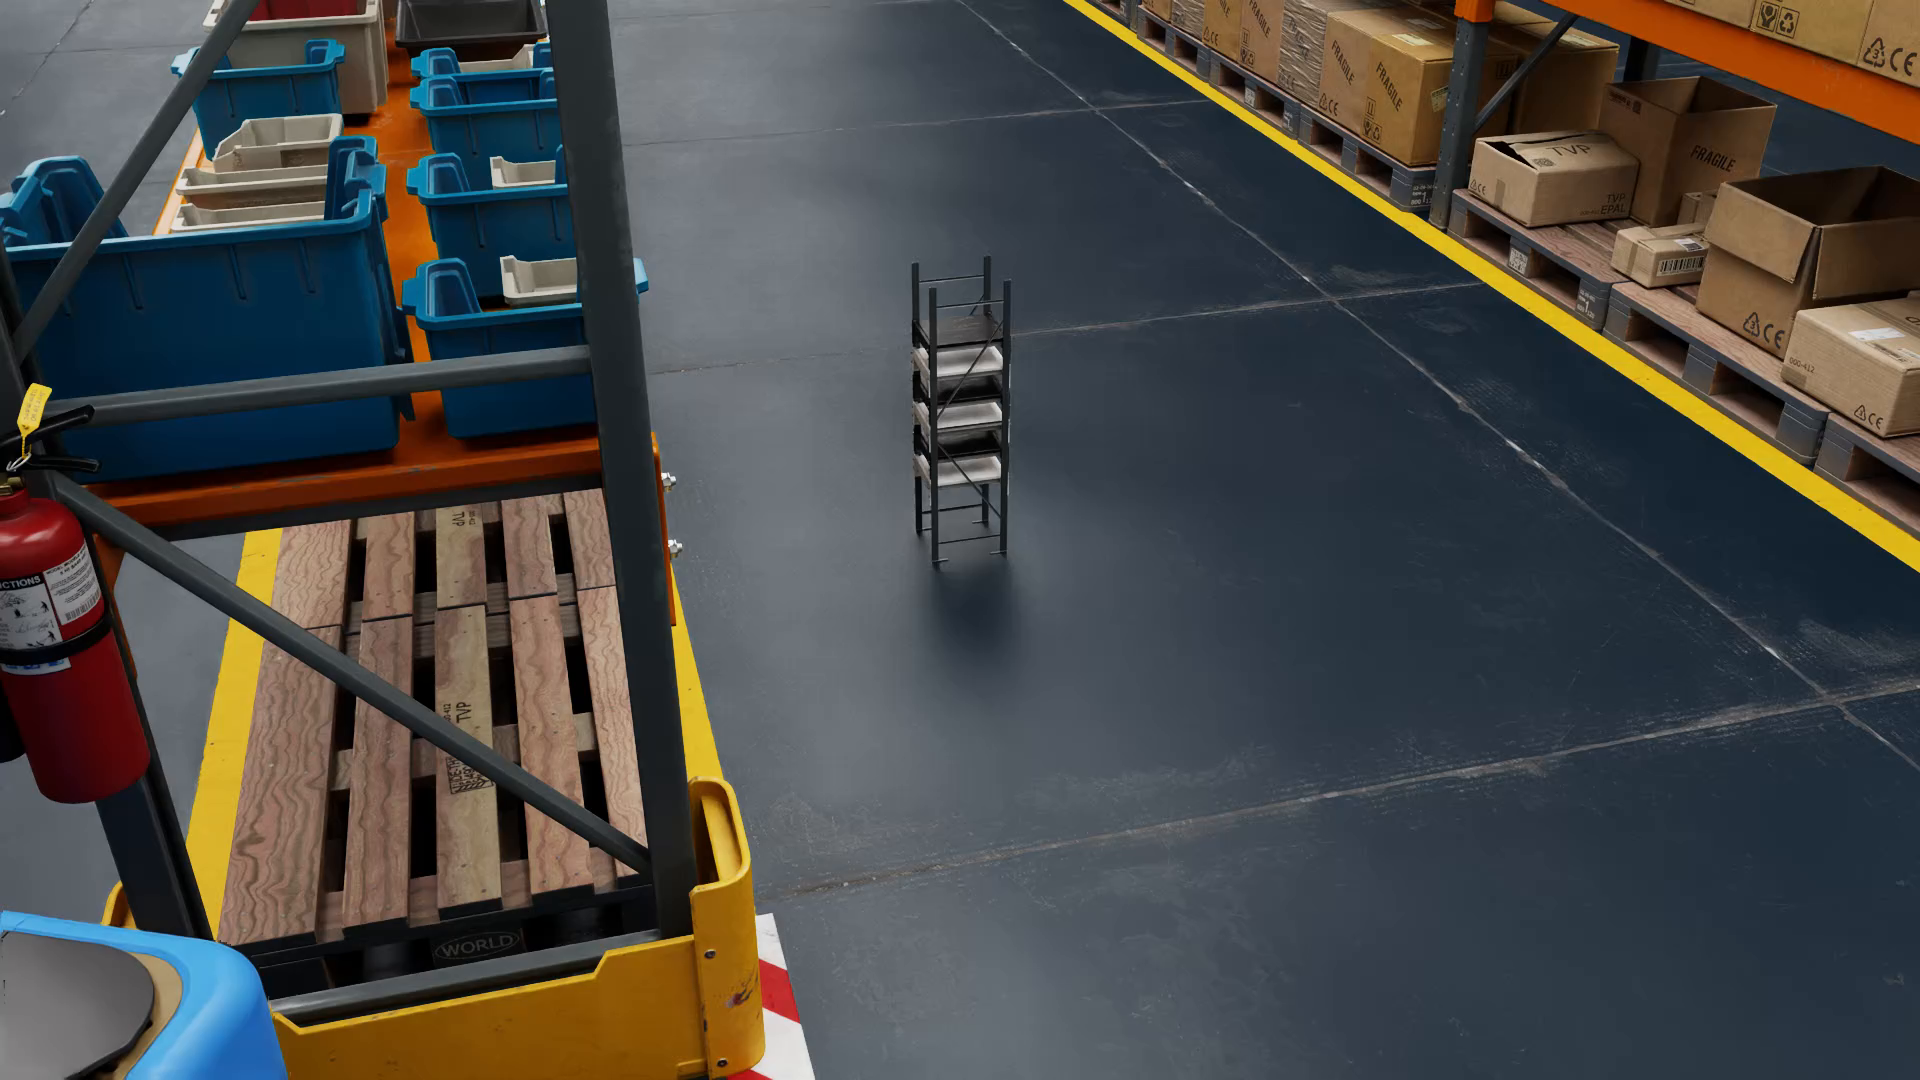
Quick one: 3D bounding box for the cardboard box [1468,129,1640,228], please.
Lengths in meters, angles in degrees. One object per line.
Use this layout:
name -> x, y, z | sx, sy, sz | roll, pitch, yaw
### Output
cardboard box -> 2.603, -1.622, 7.303 | 0.500, 0.311, 0.500 | -8, 31, -13

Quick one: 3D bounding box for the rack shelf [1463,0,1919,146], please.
rack shelf -> 3.231, -1.550, 5.651 | 1.077, 0.370, 4.000 | -8, 31, -13

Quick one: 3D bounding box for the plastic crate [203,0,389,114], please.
plastic crate -> -1.849, -1.383, 4.703 | 0.437, 0.282, 0.530 | -8, 31, -13

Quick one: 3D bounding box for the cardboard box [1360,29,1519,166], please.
cardboard box -> 2.293, -2.136, 8.001 | 0.500, 0.500, 0.500 | -8, 31, -14

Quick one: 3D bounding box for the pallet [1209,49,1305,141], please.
pallet -> 2.120, -2.598, 9.528 | 1.003, 0.211, 1.213 | -8, 31, -13

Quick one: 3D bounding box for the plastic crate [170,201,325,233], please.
plastic crate -> -1.469, -0.662, 3.602 | 0.396, 0.136, 0.243 | -8, 31, -13

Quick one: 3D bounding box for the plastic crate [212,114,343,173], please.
plastic crate -> -1.663, -0.933, 4.072 | 0.298, 0.136, 0.250 | -8, 31, -13

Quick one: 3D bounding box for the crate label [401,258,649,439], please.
crate label -> -0.763, -0.355, 2.976 | 0.416, 0.233, 0.303 | -8, 31, -13

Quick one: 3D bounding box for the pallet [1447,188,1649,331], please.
pallet -> 2.881, -1.288, 7.265 | 1.003, 0.211, 1.213 | -8, 31, -13

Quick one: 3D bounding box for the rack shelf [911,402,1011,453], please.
rack shelf -> 0.002, -0.357, 5.034 | 0.258, 0.077, 0.200 | -8, 31, -13

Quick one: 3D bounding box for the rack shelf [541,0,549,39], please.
rack shelf -> -2.608, -2.825, 7.854 | 1.077, 0.370, 4.000 | -8, 31, -13

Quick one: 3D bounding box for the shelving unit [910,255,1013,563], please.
shelving unit -> 0.002, -0.386, 5.018 | 0.258, 0.900, 0.210 | -8, 31, -13

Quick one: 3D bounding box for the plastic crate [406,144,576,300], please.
plastic crate -> -0.938, -0.673, 3.525 | 0.416, 0.233, 0.300 | -8, 31, -13

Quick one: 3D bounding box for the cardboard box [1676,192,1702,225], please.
cardboard box -> 3.282, -1.373, 7.034 | 0.380, 0.149, 0.250 | -8, 31, -13

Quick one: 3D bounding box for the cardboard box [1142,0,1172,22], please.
cardboard box -> 1.484, -3.609, 10.548 | 0.500, 0.500, 0.500 | -7, 31, -11

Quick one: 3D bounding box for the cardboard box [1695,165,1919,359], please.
cardboard box -> 3.204, -1.030, 6.088 | 0.797, 0.503, 0.637 | -8, 31, -13

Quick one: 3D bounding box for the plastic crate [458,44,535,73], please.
plastic crate -> -1.325, -1.281, 4.672 | 0.293, 0.136, 0.466 | -8, 31, -13

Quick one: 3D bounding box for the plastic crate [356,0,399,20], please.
plastic crate -> -2.091, -1.838, 5.635 | 0.396, 0.136, 0.243 | -8, 31, -13

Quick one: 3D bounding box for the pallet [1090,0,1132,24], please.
pallet -> 1.457, -3.955, 11.872 | 1.003, 0.211, 1.213 | -8, 31, -13

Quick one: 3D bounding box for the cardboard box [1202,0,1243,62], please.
cardboard box -> 1.756, -3.114, 9.693 | 0.500, 0.500, 0.500 | -8, 31, -14

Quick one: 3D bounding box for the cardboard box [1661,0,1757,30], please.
cardboard box -> 2.842, -2.099, 5.782 | 0.500, 0.500, 0.500 | -8, 31, -14

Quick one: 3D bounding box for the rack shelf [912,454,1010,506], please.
rack shelf -> 0.002, -0.201, 5.125 | 0.258, 0.077, 0.200 | -8, 31, -13

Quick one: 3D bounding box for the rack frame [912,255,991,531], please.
rack frame -> -0.025, -0.435, 5.103 | 0.240, 0.900, 0.006 | -8, 31, -13

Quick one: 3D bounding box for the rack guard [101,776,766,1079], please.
rack guard -> -0.996, 0.854, 3.276 | 1.175, 0.500, 0.348 | -8, 31, -13

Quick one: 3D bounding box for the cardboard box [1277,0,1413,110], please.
cardboard box -> 2.037, -2.618, 8.834 | 0.500, 0.500, 0.500 | -7, 31, -13

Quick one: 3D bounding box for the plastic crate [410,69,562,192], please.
plastic crate -> -1.113, -0.991, 4.074 | 0.416, 0.233, 0.300 | -8, 31, -13

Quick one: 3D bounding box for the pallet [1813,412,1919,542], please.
pallet -> 3.529, -0.110, 5.229 | 1.003, 0.211, 1.213 | -8, 31, -13

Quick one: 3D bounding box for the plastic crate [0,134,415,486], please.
plastic crate -> -1.284, -0.416, 2.880 | 0.616, 0.435, 0.499 | -8, 31, -13

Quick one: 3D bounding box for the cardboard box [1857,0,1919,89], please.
cardboard box -> 3.112, -1.610, 4.938 | 0.500, 0.500, 0.500 | -8, 31, -13

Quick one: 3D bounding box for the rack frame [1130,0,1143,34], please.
rack frame -> 1.638, -4.759, 10.477 | 1.000, 3.000, 0.127 | -8, 31, -13

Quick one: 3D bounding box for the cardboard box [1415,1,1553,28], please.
cardboard box -> 2.654, -2.458, 8.558 | 0.500, 0.500, 0.500 | -7, 31, -13

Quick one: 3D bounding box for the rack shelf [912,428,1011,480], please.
rack shelf -> 0.002, -0.279, 5.080 | 0.258, 0.077, 0.200 | -8, 31, -13

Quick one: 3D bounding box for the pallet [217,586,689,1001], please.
pallet -> -1.196, 0.565, 4.063 | 1.003, 0.211, 1.213 | -8, 31, -13

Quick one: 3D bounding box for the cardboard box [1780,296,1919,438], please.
cardboard box -> 3.157, -0.588, 5.577 | 0.500, 0.250, 0.500 | -8, 31, -13
